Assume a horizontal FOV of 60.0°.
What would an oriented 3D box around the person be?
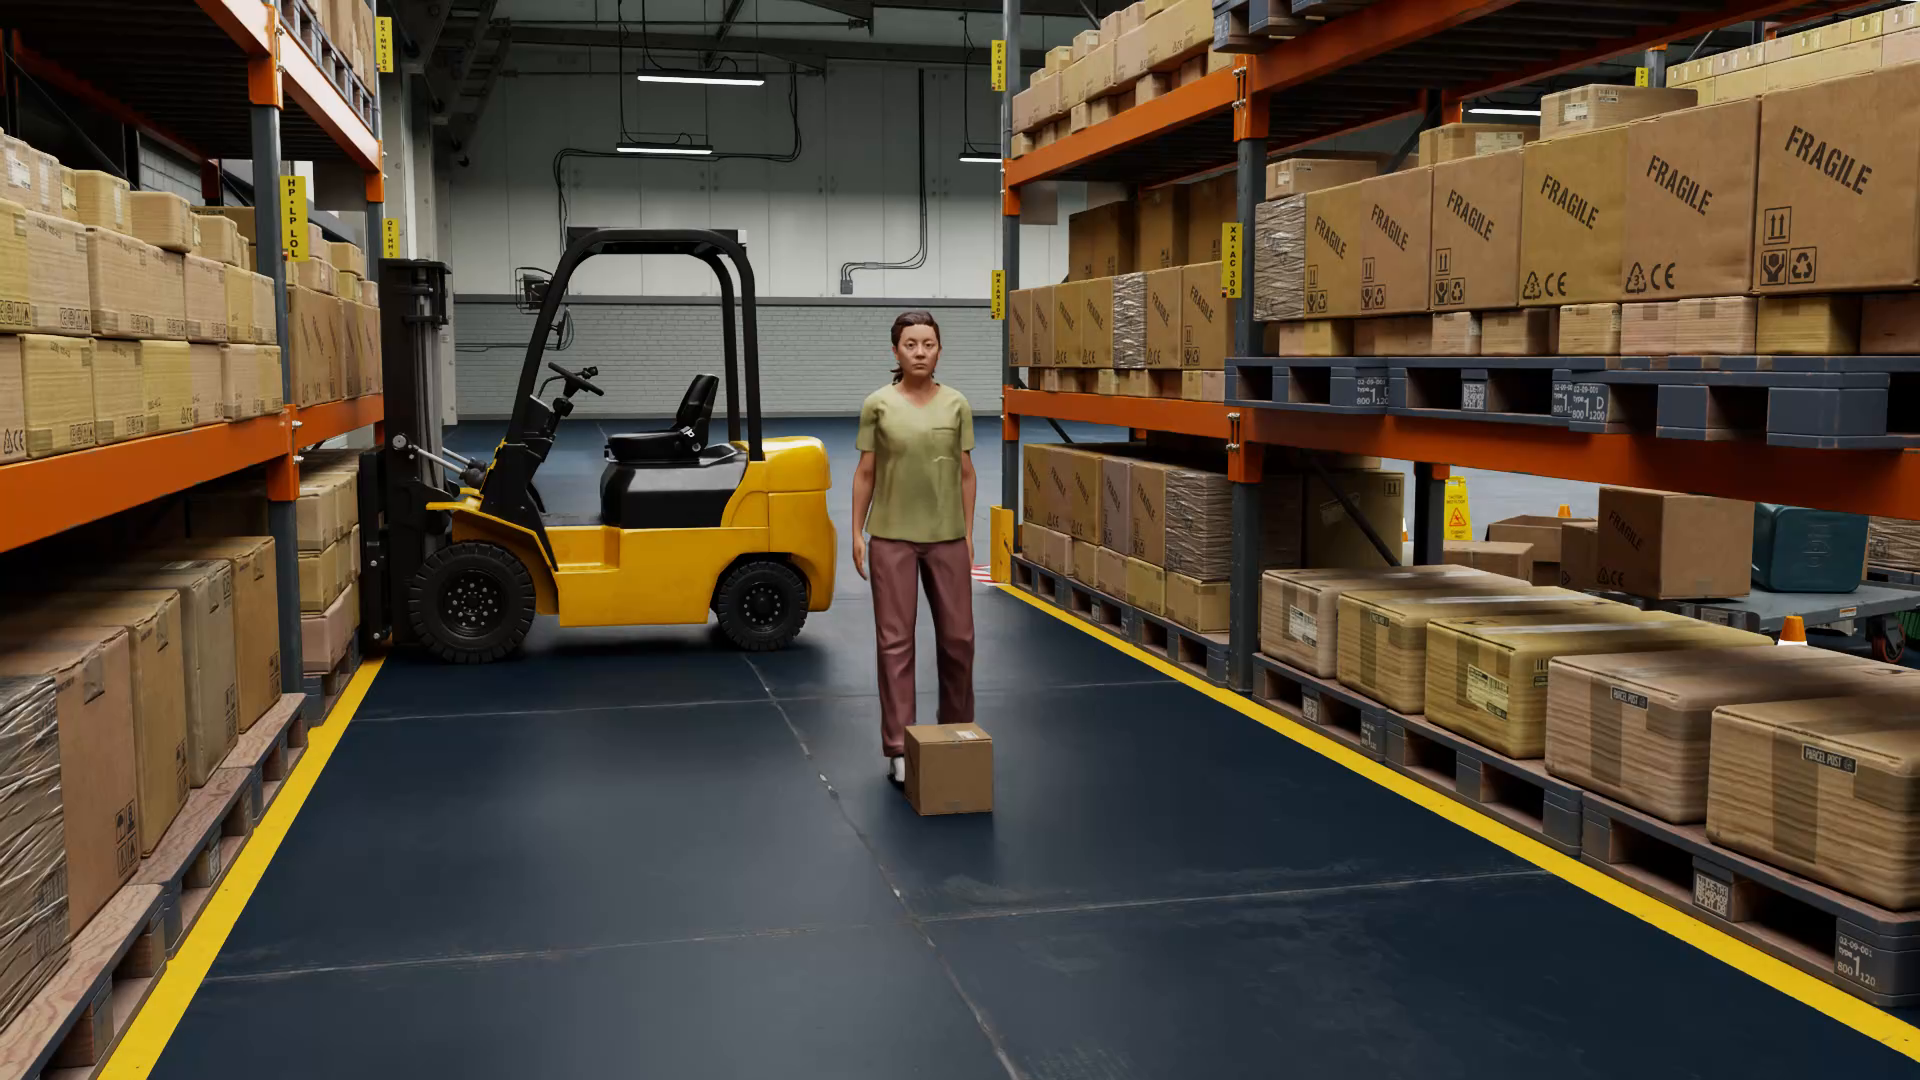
[{"bbox_3d":[-0.157,0.013,5.991,0.462,1.672,0.571,-1,6,-7],"label":"person"}]
